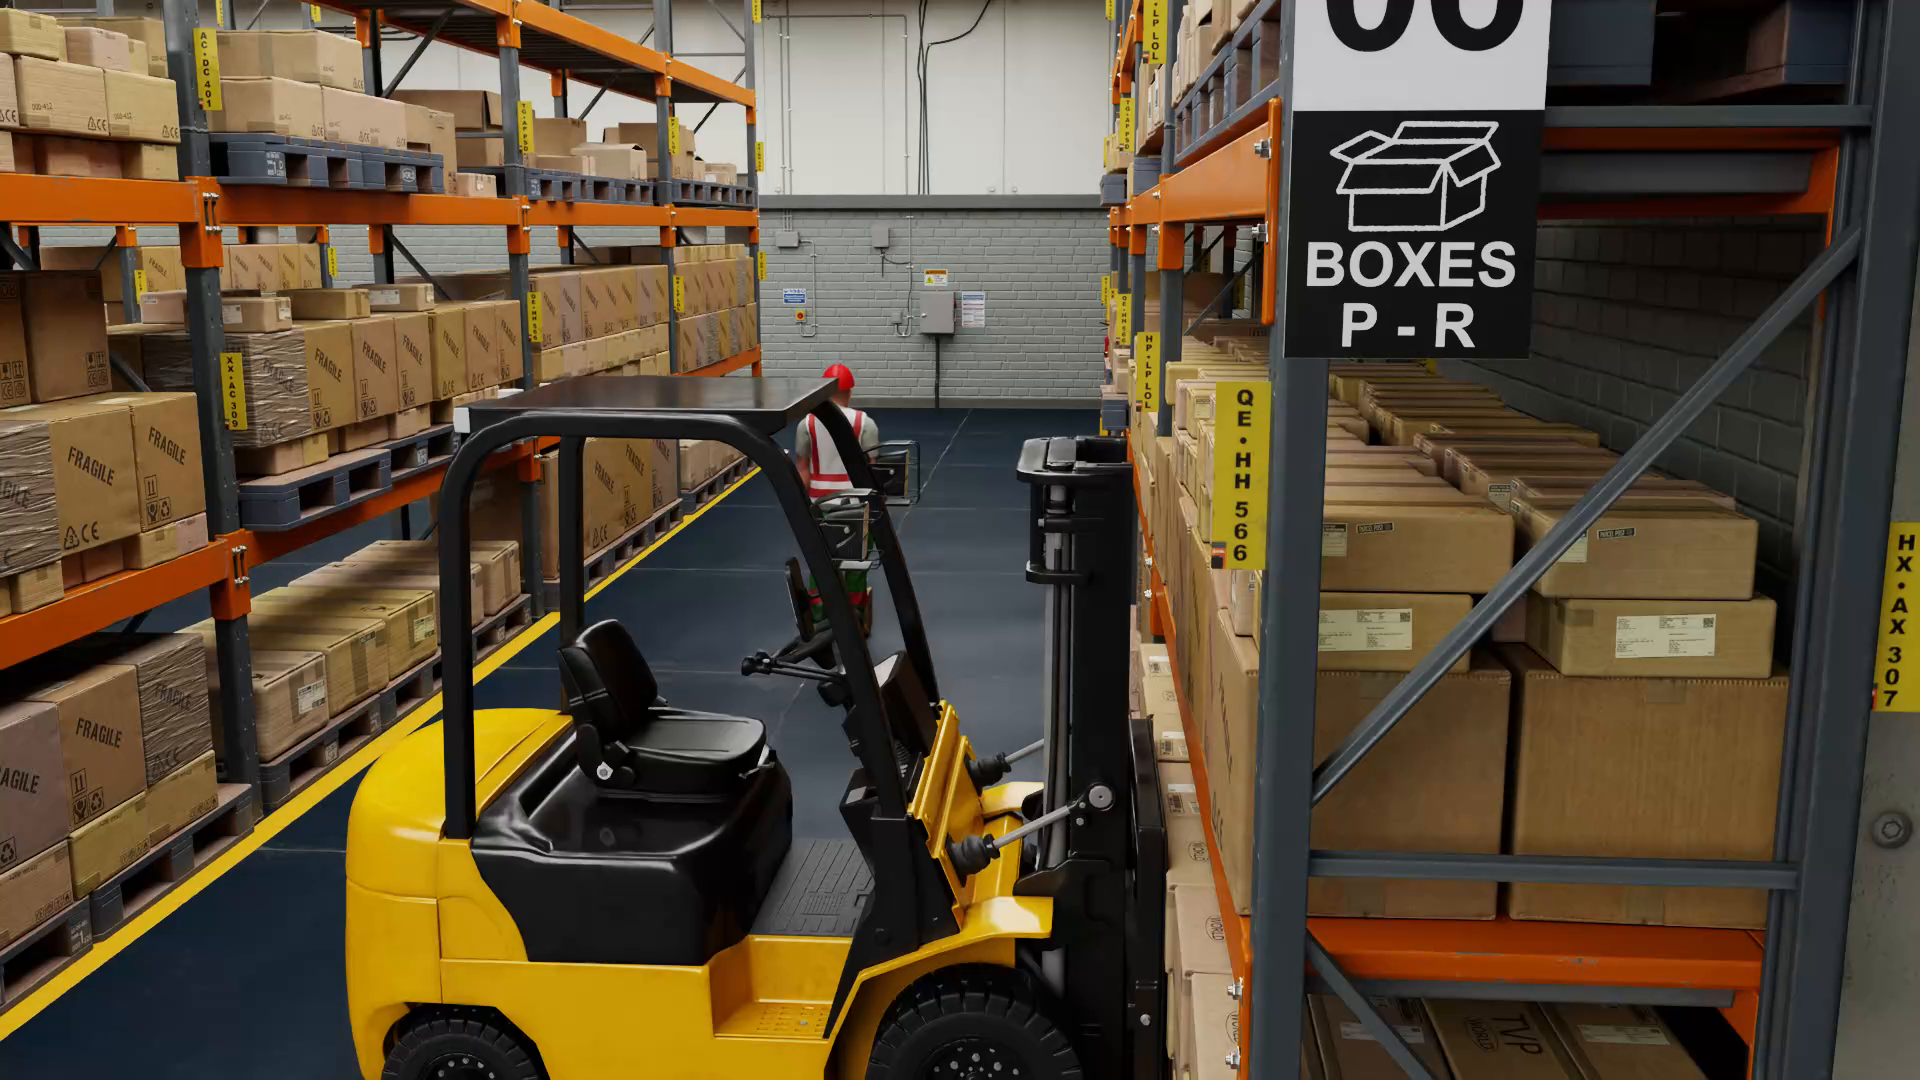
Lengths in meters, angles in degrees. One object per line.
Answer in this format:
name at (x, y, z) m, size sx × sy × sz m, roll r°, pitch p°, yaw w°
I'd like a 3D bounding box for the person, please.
person at (-0.756, -0.209, 10.491) m, size 0.538 × 1.812 × 0.598 m, roll 1°, pitch 11°, yaw 5°
